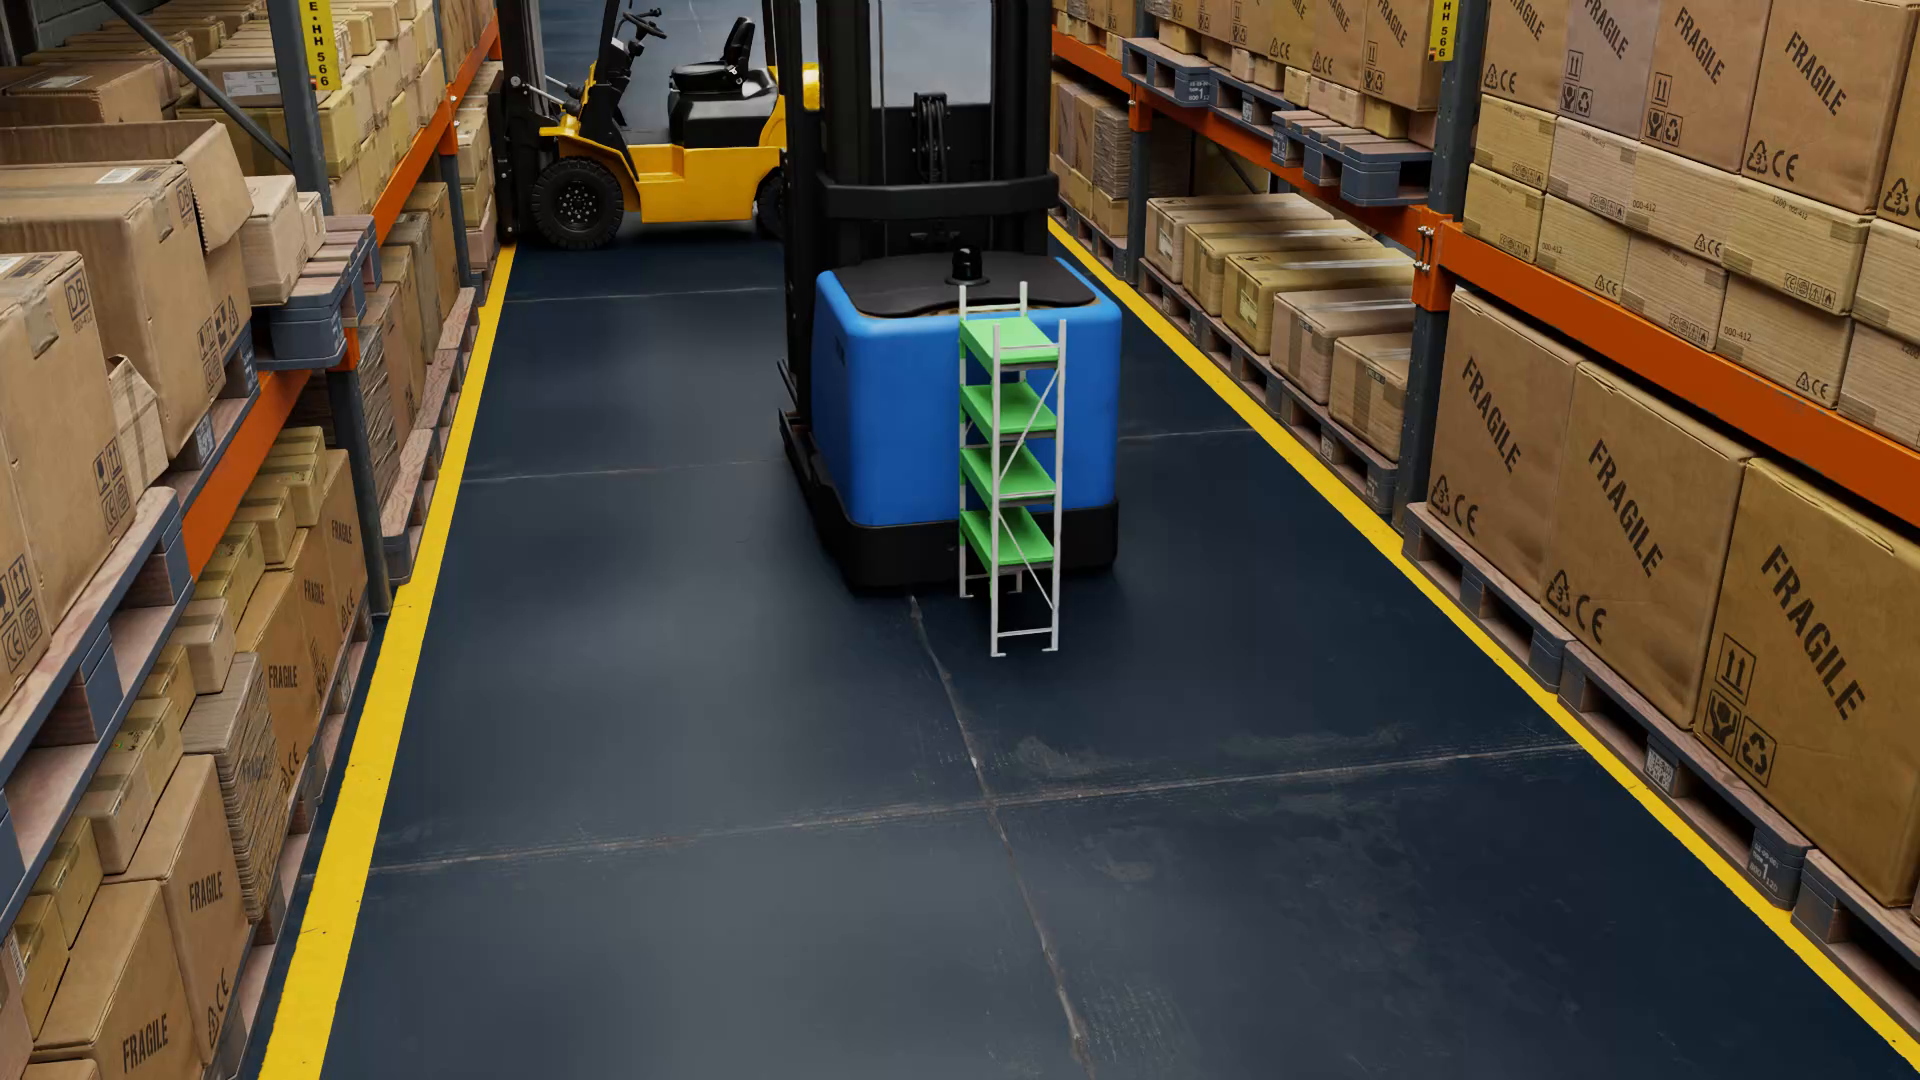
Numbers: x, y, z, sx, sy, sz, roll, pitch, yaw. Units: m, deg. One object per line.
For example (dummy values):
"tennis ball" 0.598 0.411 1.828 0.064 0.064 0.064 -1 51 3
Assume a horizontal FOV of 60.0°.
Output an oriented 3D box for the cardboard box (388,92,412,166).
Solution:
"cardboard box" -2.721 -1.803 7.318 0.500 0.250 0.500 -4 24 -8

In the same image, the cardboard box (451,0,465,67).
"cardboard box" -3.272 -3.091 9.955 0.500 0.500 0.500 -4 24 -9

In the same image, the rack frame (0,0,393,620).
"rack frame" -2.594 -1.075 5.463 1.000 3.000 0.127 -4 24 -10

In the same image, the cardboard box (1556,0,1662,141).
"cardboard box" 2.235 -1.541 5.156 0.500 0.500 0.500 -4 24 -10

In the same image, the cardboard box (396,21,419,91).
"cardboard box" -2.801 -2.231 7.673 0.500 0.250 0.500 -4 24 -9

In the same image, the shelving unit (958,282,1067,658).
"shelving unit" 0.171 -0.247 5.816 0.258 1.200 0.503 -5 24 -12

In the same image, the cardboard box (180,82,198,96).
"cardboard box" -3.047 -1.592 6.210 0.500 0.250 0.500 -4 24 -9

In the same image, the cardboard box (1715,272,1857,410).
"cardboard box" 2.425 -0.562 4.477 0.500 0.250 0.500 -4 24 -10

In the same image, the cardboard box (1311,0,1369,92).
"cardboard box" 1.819 -2.179 6.969 0.500 0.500 0.500 -5 24 -11

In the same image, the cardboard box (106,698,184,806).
"cardboard box" -1.963 0.485 3.680 0.380 0.149 0.250 -3 24 -8

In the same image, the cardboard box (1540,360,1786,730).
"cardboard box" 2.490 -0.033 5.208 0.875 0.875 0.875 -4 24 -9

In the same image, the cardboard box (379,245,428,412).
"cardboard box" -2.950 -0.946 7.611 0.875 0.625 0.625 -5 24 -12

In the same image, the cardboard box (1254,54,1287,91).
"cardboard box" 1.627 -2.236 7.911 0.380 0.149 0.250 -5 24 -11

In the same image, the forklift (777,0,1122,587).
"forklift" -0.224 -1.732 7.054 1.130 2.935 3.031 -5 24 -12

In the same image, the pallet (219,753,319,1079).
"pallet" -2.271 0.979 4.245 1.003 0.211 1.213 -4 24 -10

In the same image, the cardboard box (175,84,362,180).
"cardboard box" -2.412 -1.429 5.838 0.500 0.250 0.500 -4 24 -10

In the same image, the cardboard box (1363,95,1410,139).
"cardboard box" 1.870 -1.732 6.758 0.380 0.149 0.250 -4 24 -9

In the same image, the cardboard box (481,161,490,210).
"cardboard box" -3.215 -2.220 10.372 0.500 0.250 0.500 -4 24 -10

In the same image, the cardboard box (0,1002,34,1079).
"cardboard box" -1.787 0.891 2.751 0.380 0.149 0.250 -5 24 -11

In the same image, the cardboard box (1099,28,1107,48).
"cardboard box" 1.128 -3.310 10.896 0.380 0.149 0.250 -5 24 -10

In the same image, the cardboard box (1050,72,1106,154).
"cardboard box" 0.872 -3.116 12.110 0.500 0.500 0.500 -4 24 -9

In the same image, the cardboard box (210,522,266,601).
"cardboard box" -2.164 0.076 4.616 0.380 0.149 0.250 -4 24 -8

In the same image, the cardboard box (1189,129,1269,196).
"cardboard box" 1.700 -2.545 10.803 0.500 0.500 0.500 -3 24 -7

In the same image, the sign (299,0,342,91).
"sign" -2.063 -1.613 5.347 0.100 0.325 0.005 -4 24 -10

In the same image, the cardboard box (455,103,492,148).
"cardboard box" -3.303 -2.649 10.728 0.500 0.250 0.500 -3 24 -8

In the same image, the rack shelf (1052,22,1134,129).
"rack shelf" 1.174 -3.474 11.855 1.077 0.370 4.000 -4 24 -10

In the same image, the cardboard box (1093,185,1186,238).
"cardboard box" 1.170 -2.162 10.863 0.500 0.250 0.500 -3 24 -7

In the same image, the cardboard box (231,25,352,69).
"cardboard box" -2.548 -1.871 6.350 0.380 0.149 0.250 -4 24 -9

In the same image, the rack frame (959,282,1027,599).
"rack frame" 0.116 -0.342 6.034 0.240 1.200 0.015 -5 24 -12

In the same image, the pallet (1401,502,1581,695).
"pallet" 2.355 0.150 6.142 1.003 0.211 1.213 -4 24 -10

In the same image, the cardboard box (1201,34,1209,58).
"cardboard box" 1.500 -2.649 8.856 0.380 0.149 0.250 -3 24 -6

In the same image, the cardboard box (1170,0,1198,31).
"cardboard box" 1.441 -2.989 8.824 0.500 0.500 0.500 -4 24 -10

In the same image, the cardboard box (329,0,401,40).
"cardboard box" -2.662 -2.274 7.274 0.380 0.149 0.250 -5 24 -11

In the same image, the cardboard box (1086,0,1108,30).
"cardboard box" 1.115 -3.557 10.650 0.500 0.500 0.500 -4 24 -8

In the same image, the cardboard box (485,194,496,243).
"cardboard box" -3.207 -1.994 10.478 0.500 0.250 0.500 -5 24 -11

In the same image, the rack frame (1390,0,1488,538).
"rack frame" 2.283 -1.443 6.307 1.000 3.000 0.127 -4 24 -10

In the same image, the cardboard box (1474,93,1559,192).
"cardboard box" 2.134 -1.386 5.739 0.500 0.250 0.500 -4 24 -10

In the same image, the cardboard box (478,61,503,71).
"cardboard box" -3.682 -3.454 12.572 0.500 0.250 0.500 -4 24 -8

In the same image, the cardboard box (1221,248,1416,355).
"cardboard box" 1.909 -1.243 8.607 0.950 0.372 0.625 -4 24 -8

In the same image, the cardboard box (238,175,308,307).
"cardboard box" -2.081 -0.807 4.513 0.500 0.250 0.500 -5 24 -12

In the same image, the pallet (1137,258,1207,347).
"pallet" 1.689 -1.433 9.767 1.003 0.211 1.213 -4 24 -10

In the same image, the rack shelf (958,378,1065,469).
"rack shelf" 0.171 -0.408 5.745 0.258 0.148 0.480 -5 24 -12

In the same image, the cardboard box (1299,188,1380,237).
"cardboard box" 2.682 -2.395 11.605 0.500 0.500 0.500 13 27 27

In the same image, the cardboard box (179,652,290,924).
"cardboard box" -2.009 0.635 4.146 0.500 0.500 0.500 -5 24 -12

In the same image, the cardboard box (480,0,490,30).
"cardboard box" -3.638 -3.888 11.780 0.500 0.500 0.500 -4 24 -8

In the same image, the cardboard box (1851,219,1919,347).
"cardboard box" 2.501 -0.585 3.905 0.500 0.250 0.500 -4 24 -8

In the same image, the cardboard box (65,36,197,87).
"cardboard box" -3.000 -1.732 6.032 0.380 0.149 0.250 -4 24 -10

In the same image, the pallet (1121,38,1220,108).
"pallet" 1.542 -2.617 9.235 1.003 0.211 1.213 -4 24 -10

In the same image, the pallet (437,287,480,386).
"pallet" -3.159 -1.083 8.966 1.003 0.211 1.213 -4 24 -10

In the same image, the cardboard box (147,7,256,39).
"cardboard box" -3.156 -2.133 6.951 0.380 0.149 0.250 -4 24 -8

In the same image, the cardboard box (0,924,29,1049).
"cardboard box" -1.755 0.759 2.681 0.380 0.149 0.250 -5 24 -12

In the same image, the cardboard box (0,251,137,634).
"cardboard box" -1.820 -0.150 2.696 0.700 0.500 0.500 -4 24 -9
